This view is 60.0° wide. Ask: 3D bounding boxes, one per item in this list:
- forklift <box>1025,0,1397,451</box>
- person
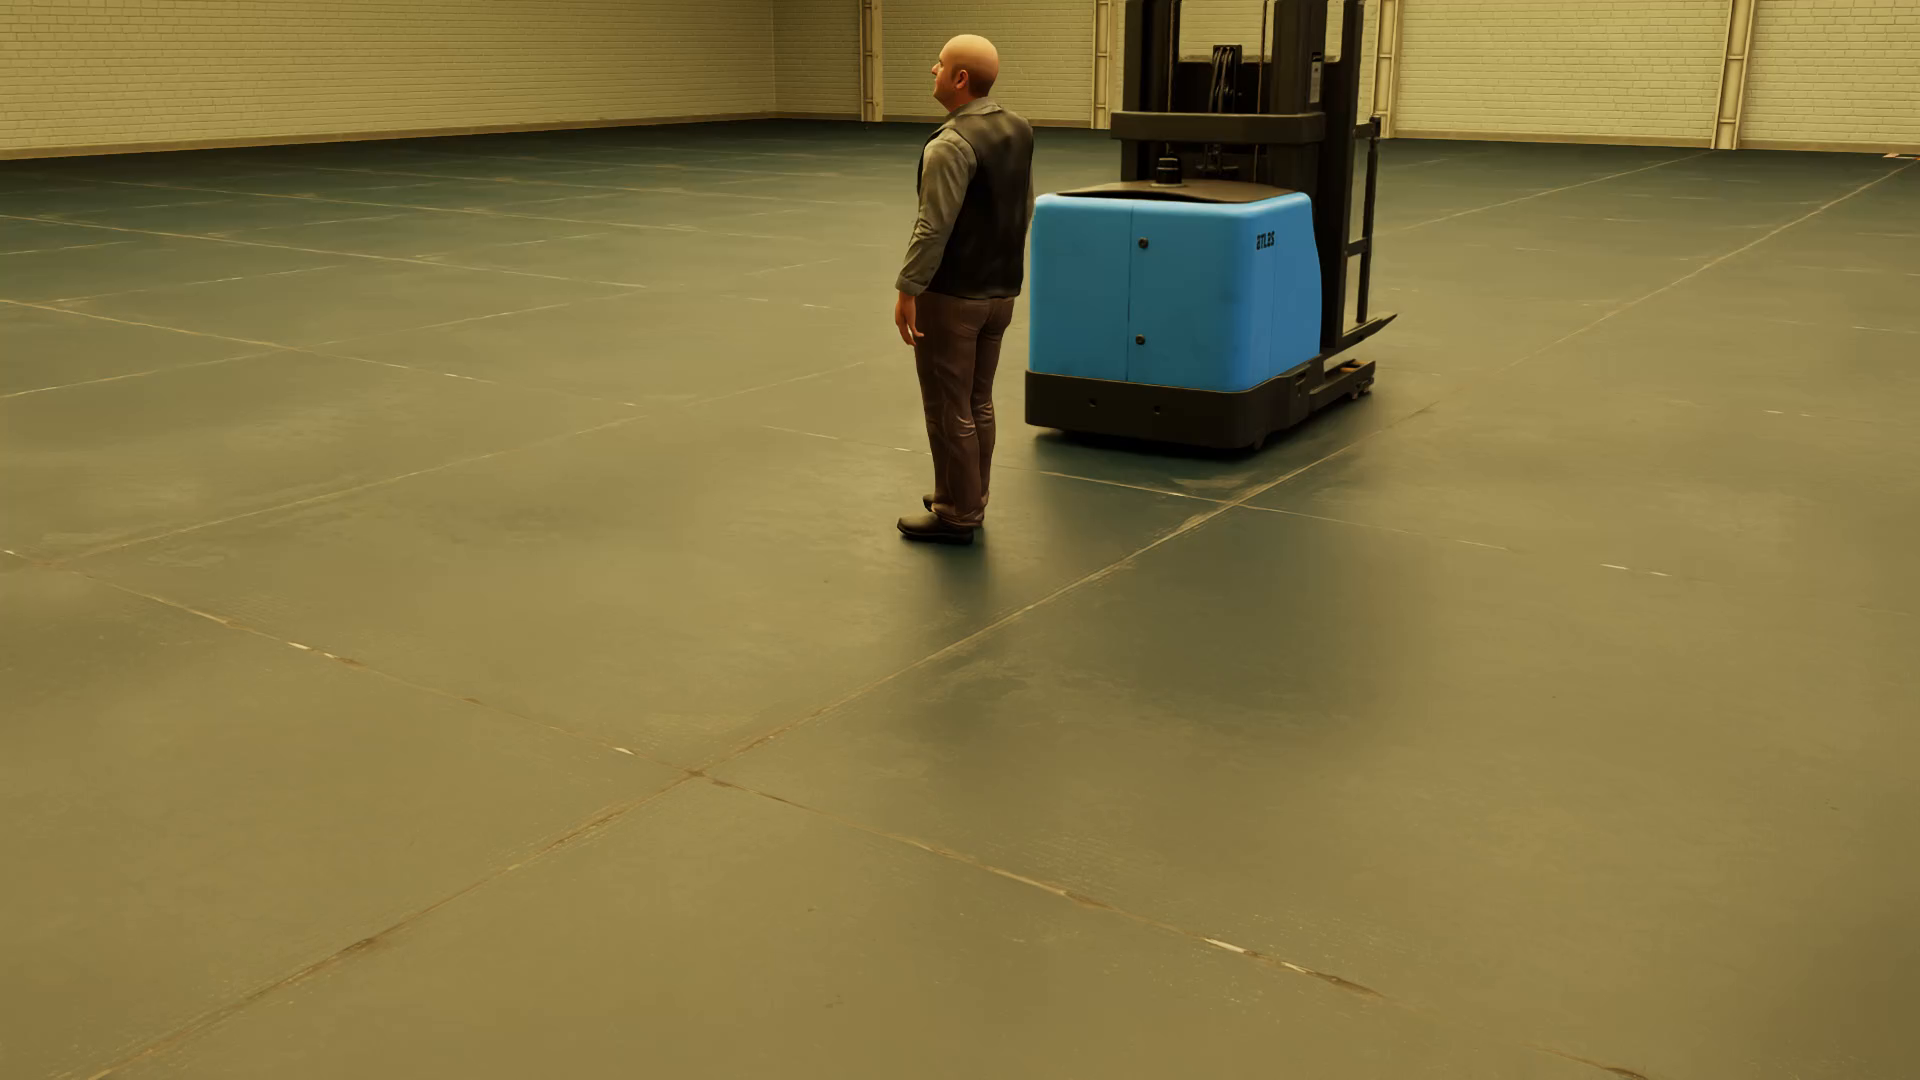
[{"bbox_3d":[1.456,-2.158,8.048,1.130,2.935,3.031,9,19,28],"label":"forklift"},{"bbox_3d":[-0.048,-0.844,5.740,0.566,1.722,0.634,11,20,33],"label":"person"}]
